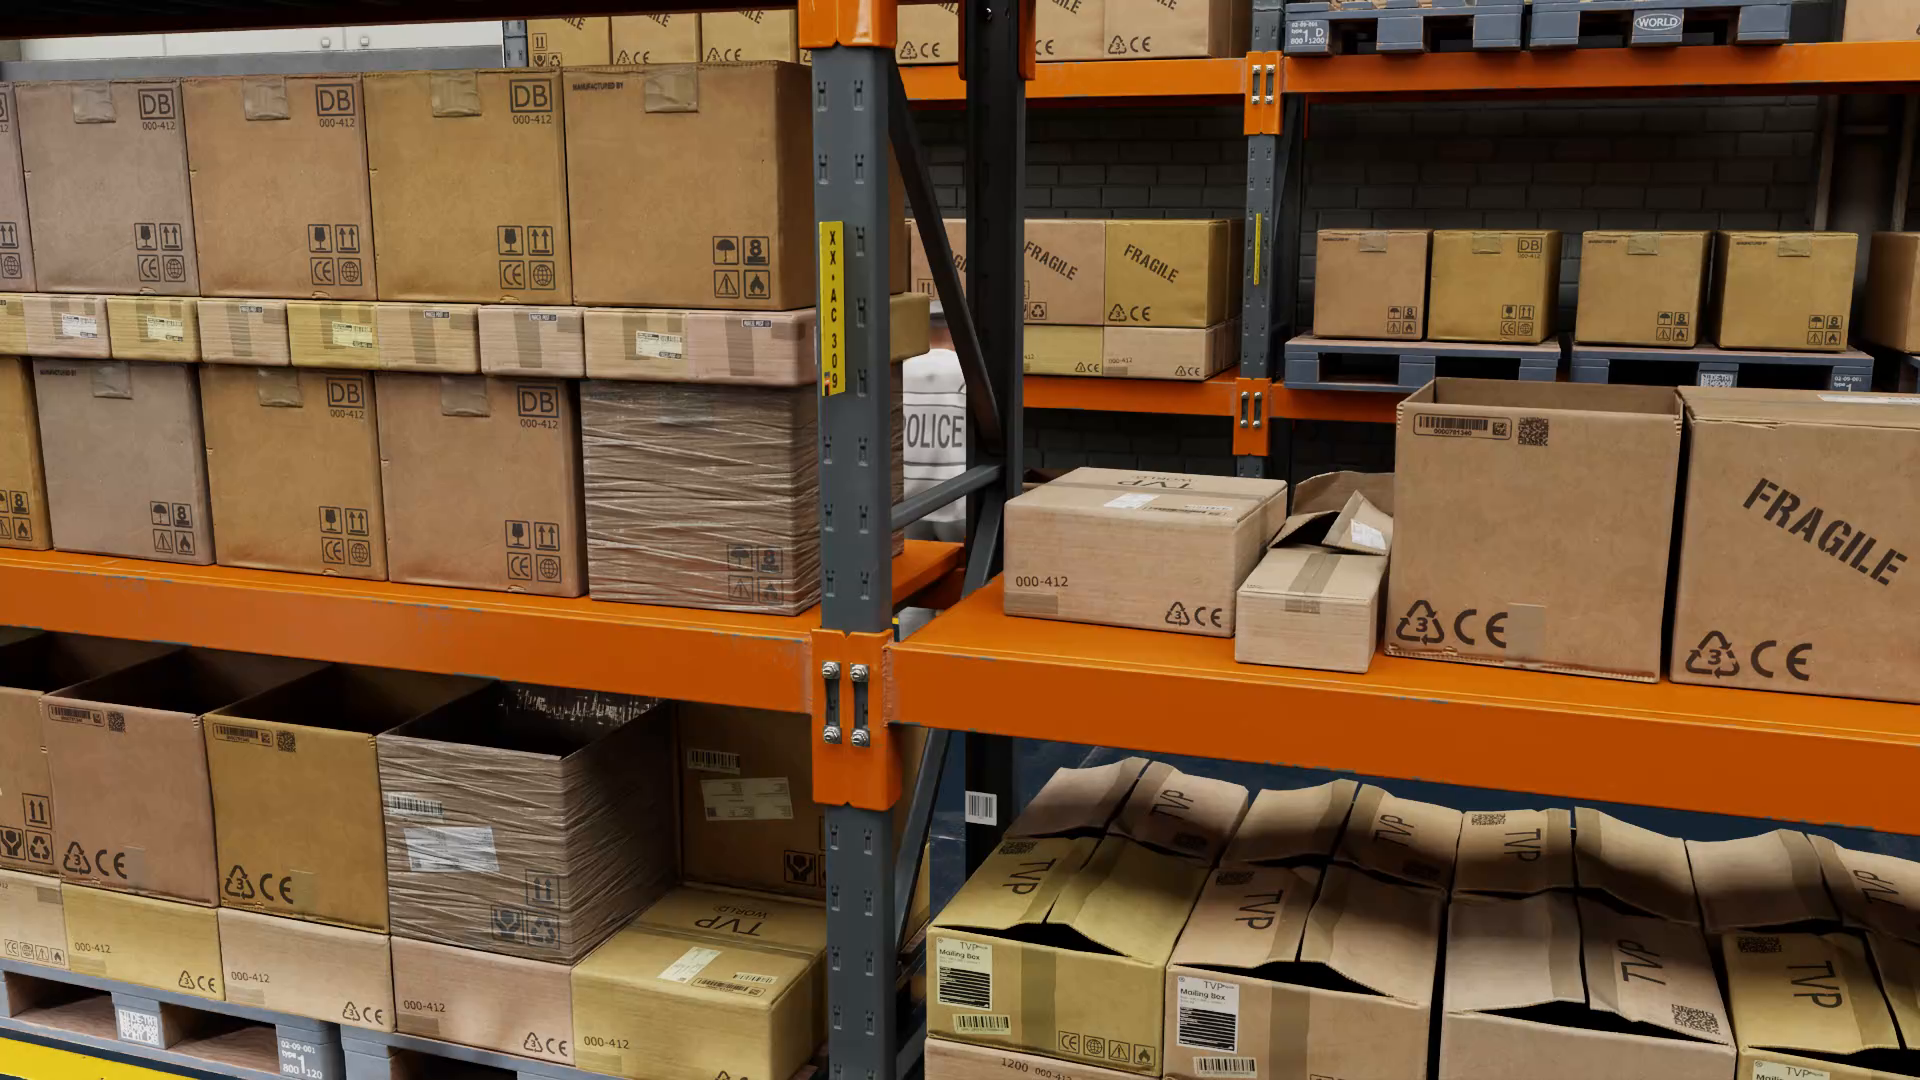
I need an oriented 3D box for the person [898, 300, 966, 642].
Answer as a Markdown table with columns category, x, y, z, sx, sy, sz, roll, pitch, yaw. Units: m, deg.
| category | x | y | z | sx | sy | sz | roll | pitch | yaw |
| --- | --- | --- | --- | --- | --- | --- | --- | --- | --- |
| person | -0.076 | -0.141 | 7.118 | 0.596 | 1.747 | 0.437 | 3 | 12 | 15 |
